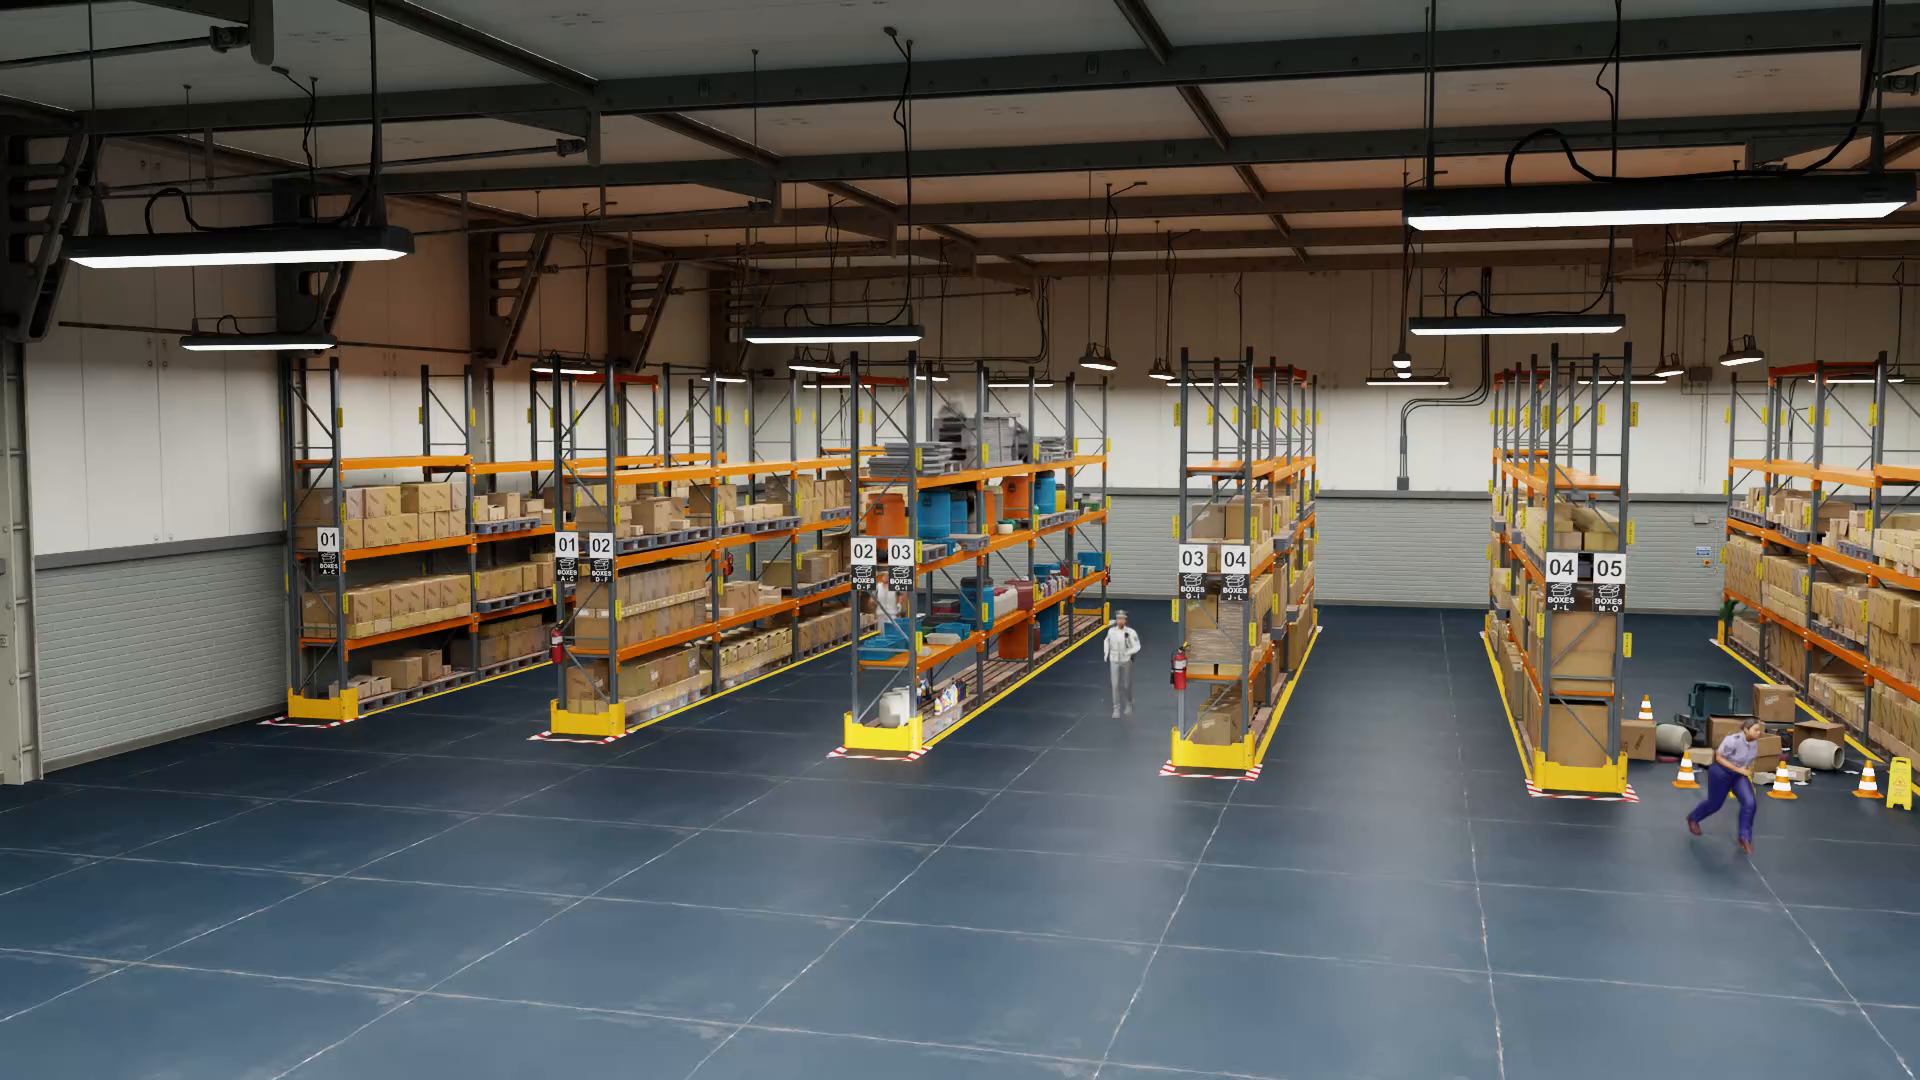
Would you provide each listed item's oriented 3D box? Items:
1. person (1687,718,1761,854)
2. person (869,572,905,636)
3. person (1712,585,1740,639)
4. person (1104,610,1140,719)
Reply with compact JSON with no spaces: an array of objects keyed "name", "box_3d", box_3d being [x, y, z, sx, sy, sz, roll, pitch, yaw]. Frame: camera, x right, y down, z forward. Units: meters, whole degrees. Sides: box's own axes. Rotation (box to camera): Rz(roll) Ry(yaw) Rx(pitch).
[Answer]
[{"name":"person","box_3d":[8.957,2.820,19.484,0.648,1.613,0.962,-2,5,-25]},{"name":"person","box_3d":[-1.413,1.474,31.779,0.657,1.834,0.904,0,4,5]},{"name":"person","box_3d":[17.519,1.361,37.670,0.863,1.771,0.657,1,4,8]},{"name":"person","box_3d":[2.555,1.965,26.405,0.631,1.730,0.795,1,4,18]}]
